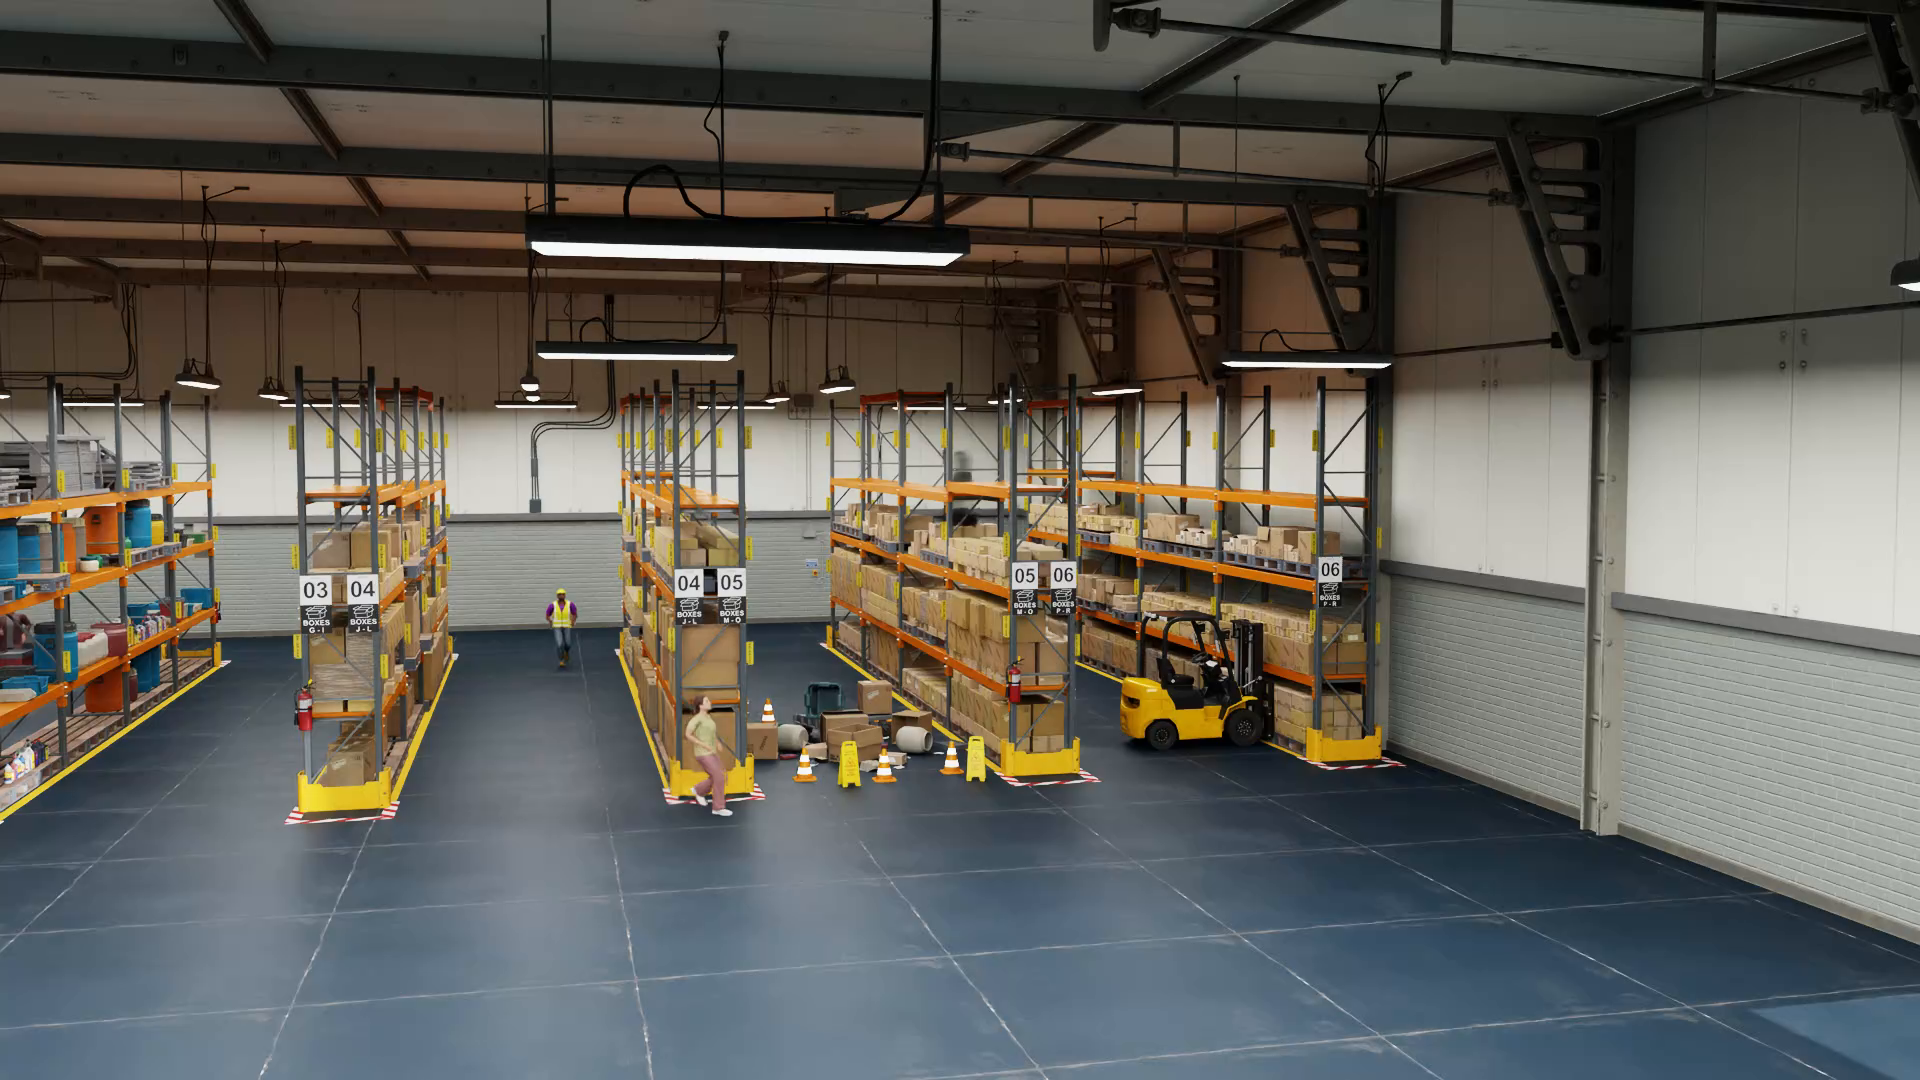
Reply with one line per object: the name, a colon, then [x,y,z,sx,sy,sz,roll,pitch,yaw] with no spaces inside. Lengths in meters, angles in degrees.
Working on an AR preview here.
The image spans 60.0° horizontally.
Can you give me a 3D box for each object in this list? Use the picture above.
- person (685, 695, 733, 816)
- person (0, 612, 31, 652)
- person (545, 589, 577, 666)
person: [-3.354,2.874,22.240,0.652,1.615,0.582,1,4,15]
person: [-18.854,2.113,33.006,0.710,1.771,0.983,-1,4,-24]
person: [-8.851,1.938,36.952,0.697,1.717,0.609,-1,4,-16]
